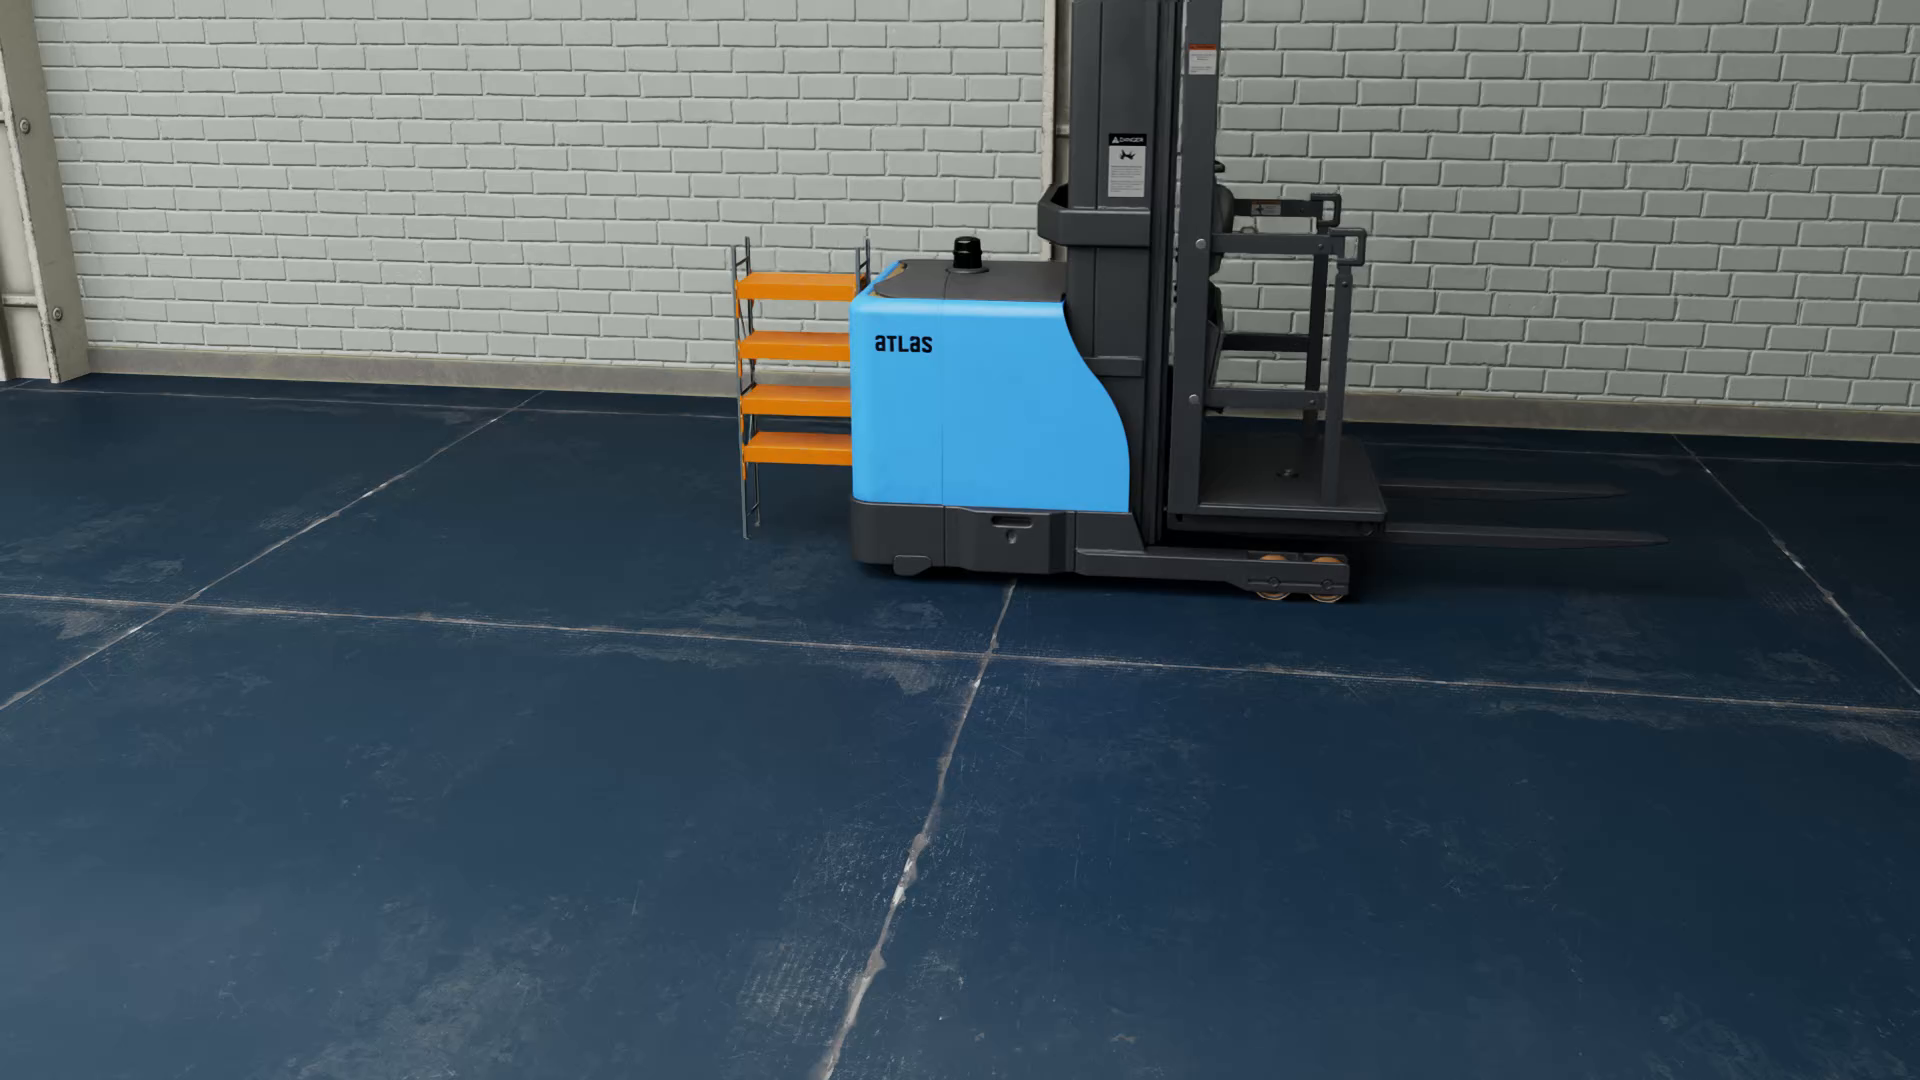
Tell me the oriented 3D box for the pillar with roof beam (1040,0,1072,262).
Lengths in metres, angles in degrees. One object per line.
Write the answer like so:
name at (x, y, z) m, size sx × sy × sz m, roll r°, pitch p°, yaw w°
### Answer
pillar with roof beam at (-0.062, -3.569, 3.287) m, size 0.400 × 9.000 × 9.100 m, roll 3°, pitch 19°, yaw 9°

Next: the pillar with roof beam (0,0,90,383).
pillar with roof beam at (-5.986, -3.871, 4.189) m, size 0.400 × 9.000 × 9.100 m, roll 3°, pitch 19°, yaw 9°

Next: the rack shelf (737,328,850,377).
rack shelf at (-0.621, -0.744, 6.643) m, size 0.480 × 0.148 × 0.258 m, roll 2°, pitch 19°, yaw 7°

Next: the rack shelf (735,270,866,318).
rack shelf at (-0.621, -0.968, 6.568) m, size 0.480 × 0.148 × 0.258 m, roll 2°, pitch 19°, yaw 7°

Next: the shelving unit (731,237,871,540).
shelving unit at (-0.621, -0.596, 6.692) m, size 0.503 × 1.200 × 0.258 m, roll 2°, pitch 19°, yaw 7°

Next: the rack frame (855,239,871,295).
rack frame at (-0.379, -0.586, 6.663) m, size 0.015 × 1.200 × 0.240 m, roll 2°, pitch 19°, yaw 7°

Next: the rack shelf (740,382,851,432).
rack shelf at (-0.621, -0.532, 6.714) m, size 0.480 × 0.148 × 0.258 m, roll 2°, pitch 19°, yaw 7°

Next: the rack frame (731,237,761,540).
rack frame at (-0.863, -0.606, 6.722) m, size 0.015 × 1.200 × 0.240 m, roll 2°, pitch 19°, yaw 7°

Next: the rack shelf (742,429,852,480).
rack shelf at (-0.621, -0.344, 6.777) m, size 0.480 × 0.148 × 0.258 m, roll 2°, pitch 19°, yaw 7°

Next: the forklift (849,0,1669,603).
forklift at (1.136, -1.338, 6.184) m, size 3.031 × 2.935 × 1.130 m, roll 2°, pitch 19°, yaw 7°
